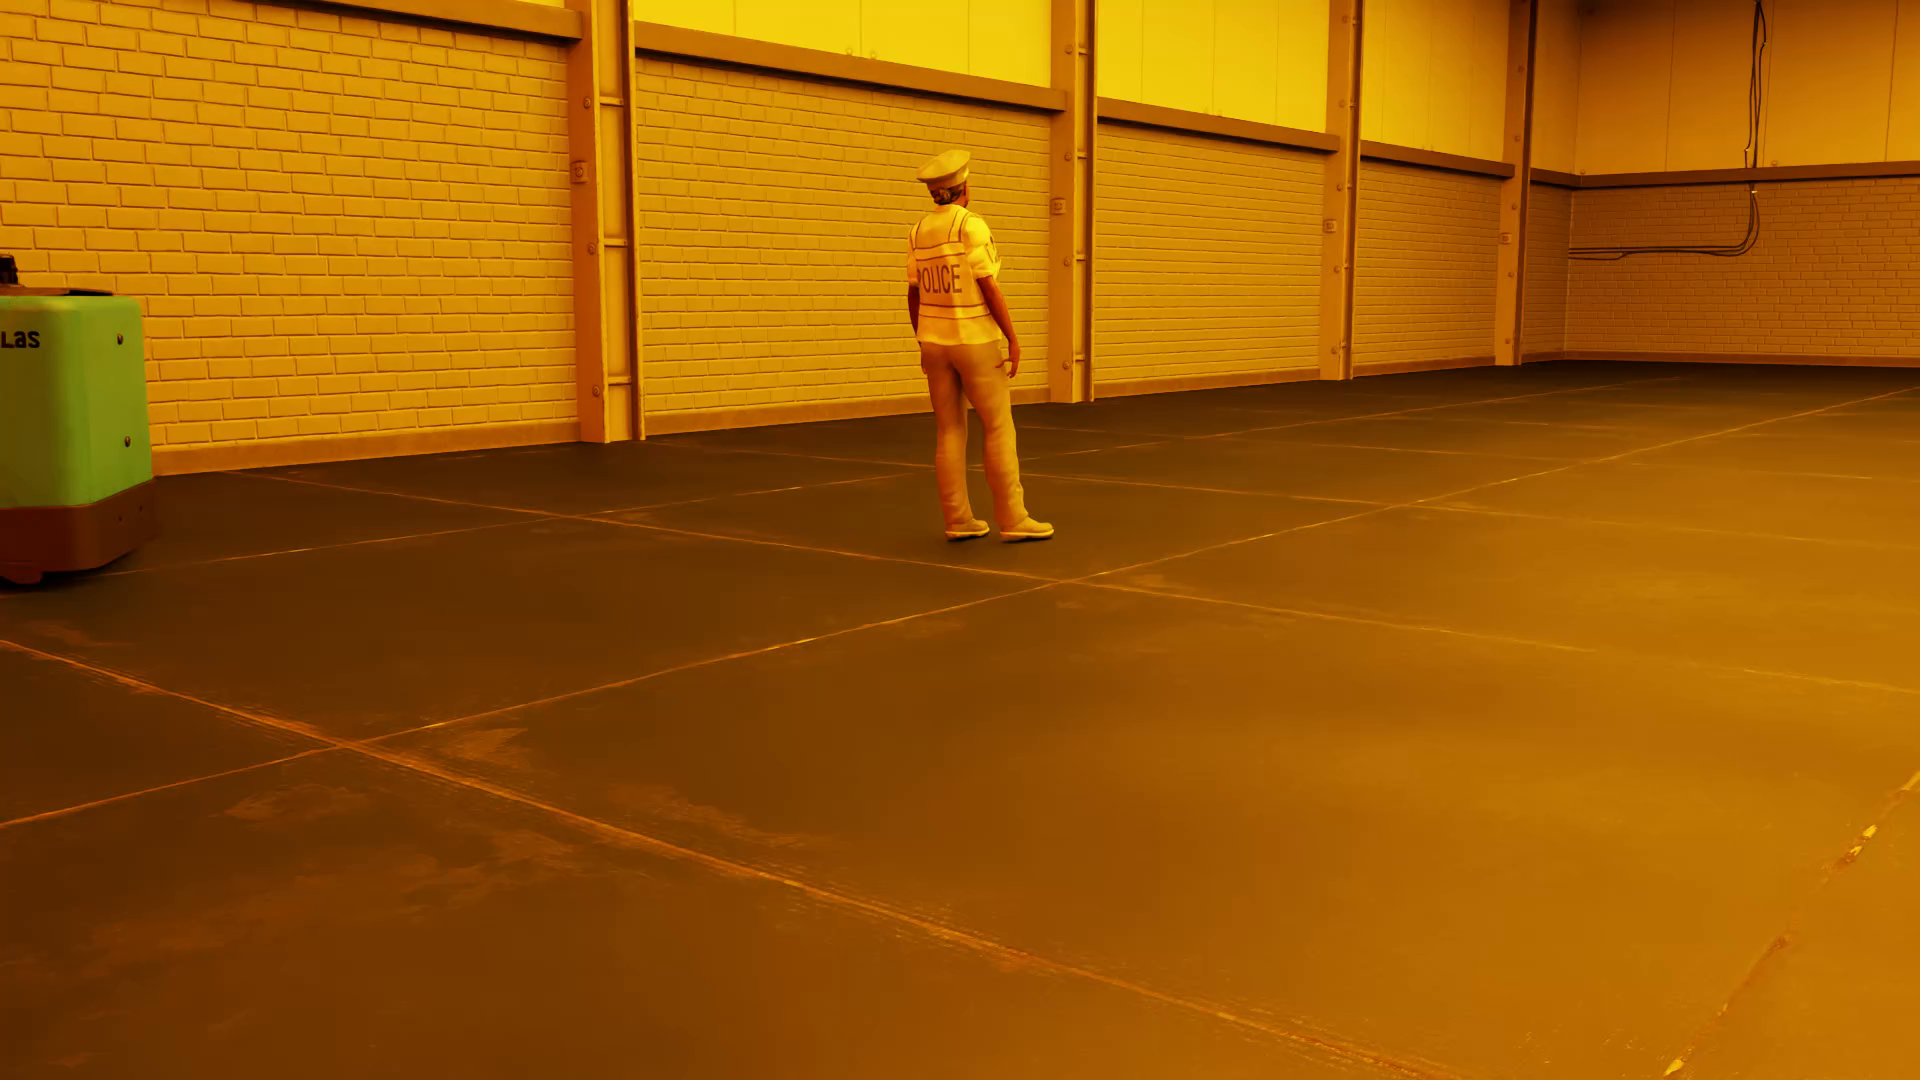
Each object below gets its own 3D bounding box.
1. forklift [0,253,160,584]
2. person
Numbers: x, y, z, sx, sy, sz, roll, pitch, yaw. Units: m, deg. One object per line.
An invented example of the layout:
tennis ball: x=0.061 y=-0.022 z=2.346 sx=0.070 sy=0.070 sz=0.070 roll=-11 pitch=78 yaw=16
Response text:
forklift: x=-4.785 y=-1.294 z=6.126 sx=3.031 sy=2.935 sz=1.130 roll=-2 pitch=9 yaw=-12
person: x=0.062 y=-0.853 z=7.327 sx=0.570 sy=1.697 sz=0.528 roll=7 pitch=11 yaw=38
